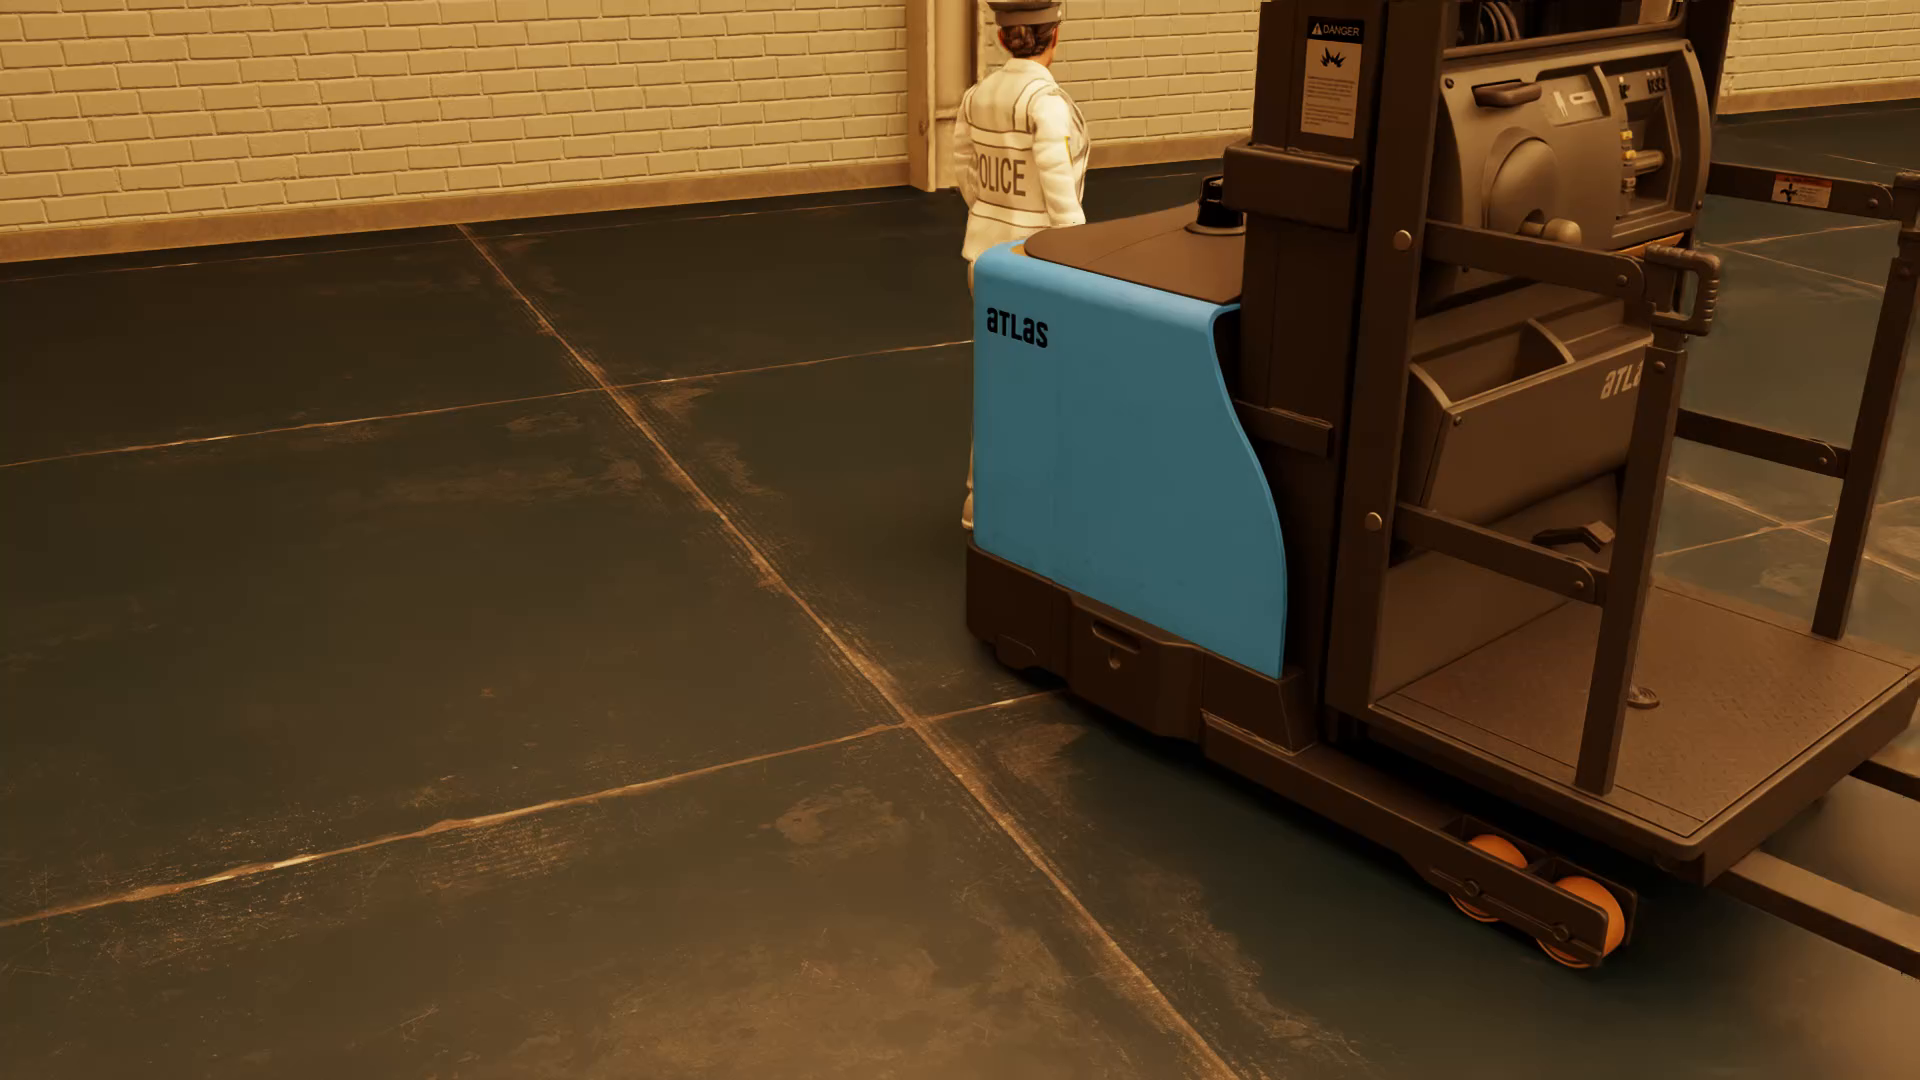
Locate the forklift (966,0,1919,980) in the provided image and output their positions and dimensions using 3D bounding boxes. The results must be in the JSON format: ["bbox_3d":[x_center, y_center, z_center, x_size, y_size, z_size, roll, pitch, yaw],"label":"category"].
[{"bbox_3d":[1.364,-0.763,3.124,1.130,2.935,3.031,-19,29,-37],"label":"forklift"}]

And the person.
[{"bbox_3d":[0.305,-0.823,4.971,0.623,1.620,0.697,-16,27,-34],"label":"person"}]
